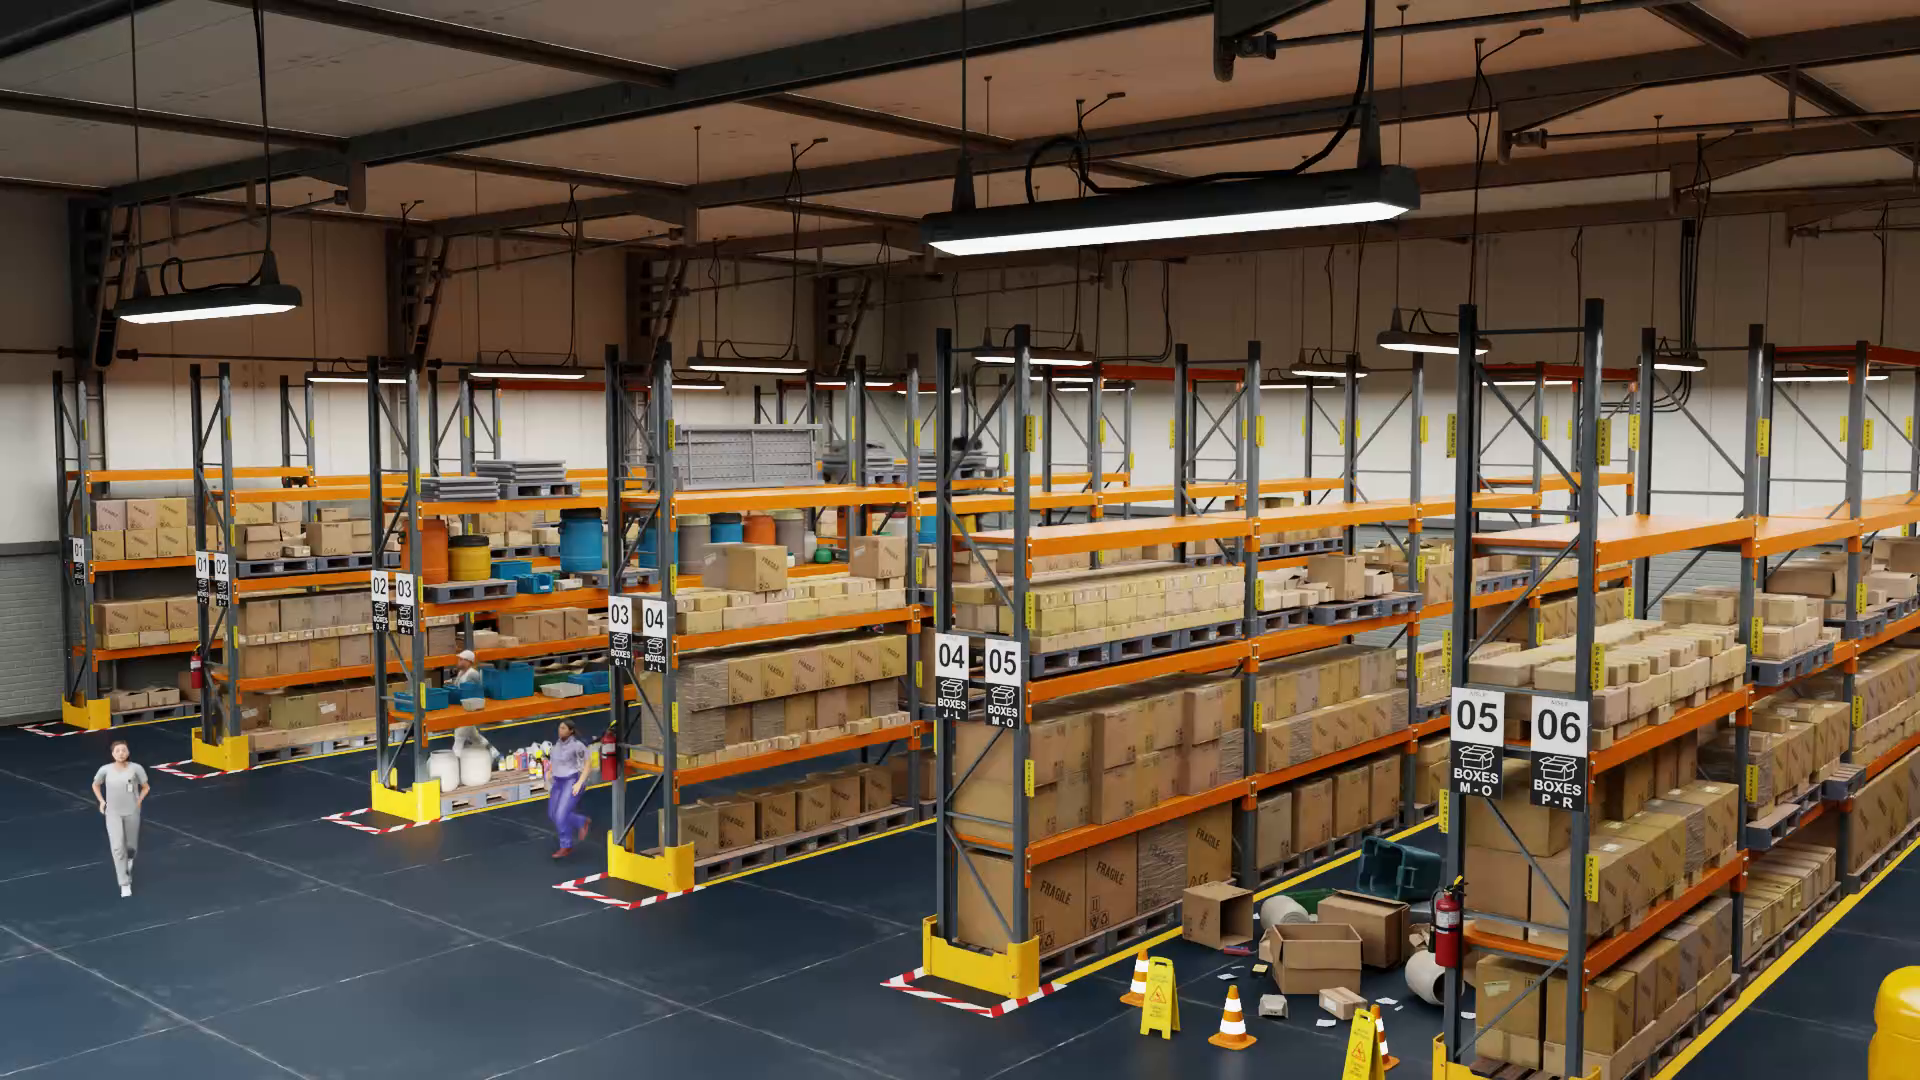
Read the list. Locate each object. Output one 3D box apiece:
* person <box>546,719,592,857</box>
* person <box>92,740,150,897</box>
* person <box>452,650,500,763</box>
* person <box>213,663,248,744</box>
[{"bbox_3d":[-4.655,2.947,19.876,0.641,1.613,0.588,4,6,44],"label":"person"},{"bbox_3d":[-9.236,3.025,18.332,0.567,1.666,0.867,-2,5,-28],"label":"person"},{"bbox_3d":[-7.182,2.477,24.153,1.025,1.762,0.680,-3,5,-35],"label":"person"},{"bbox_3d":[-11.548,2.352,26.549,0.675,1.830,0.855,2,5,29],"label":"person"}]
